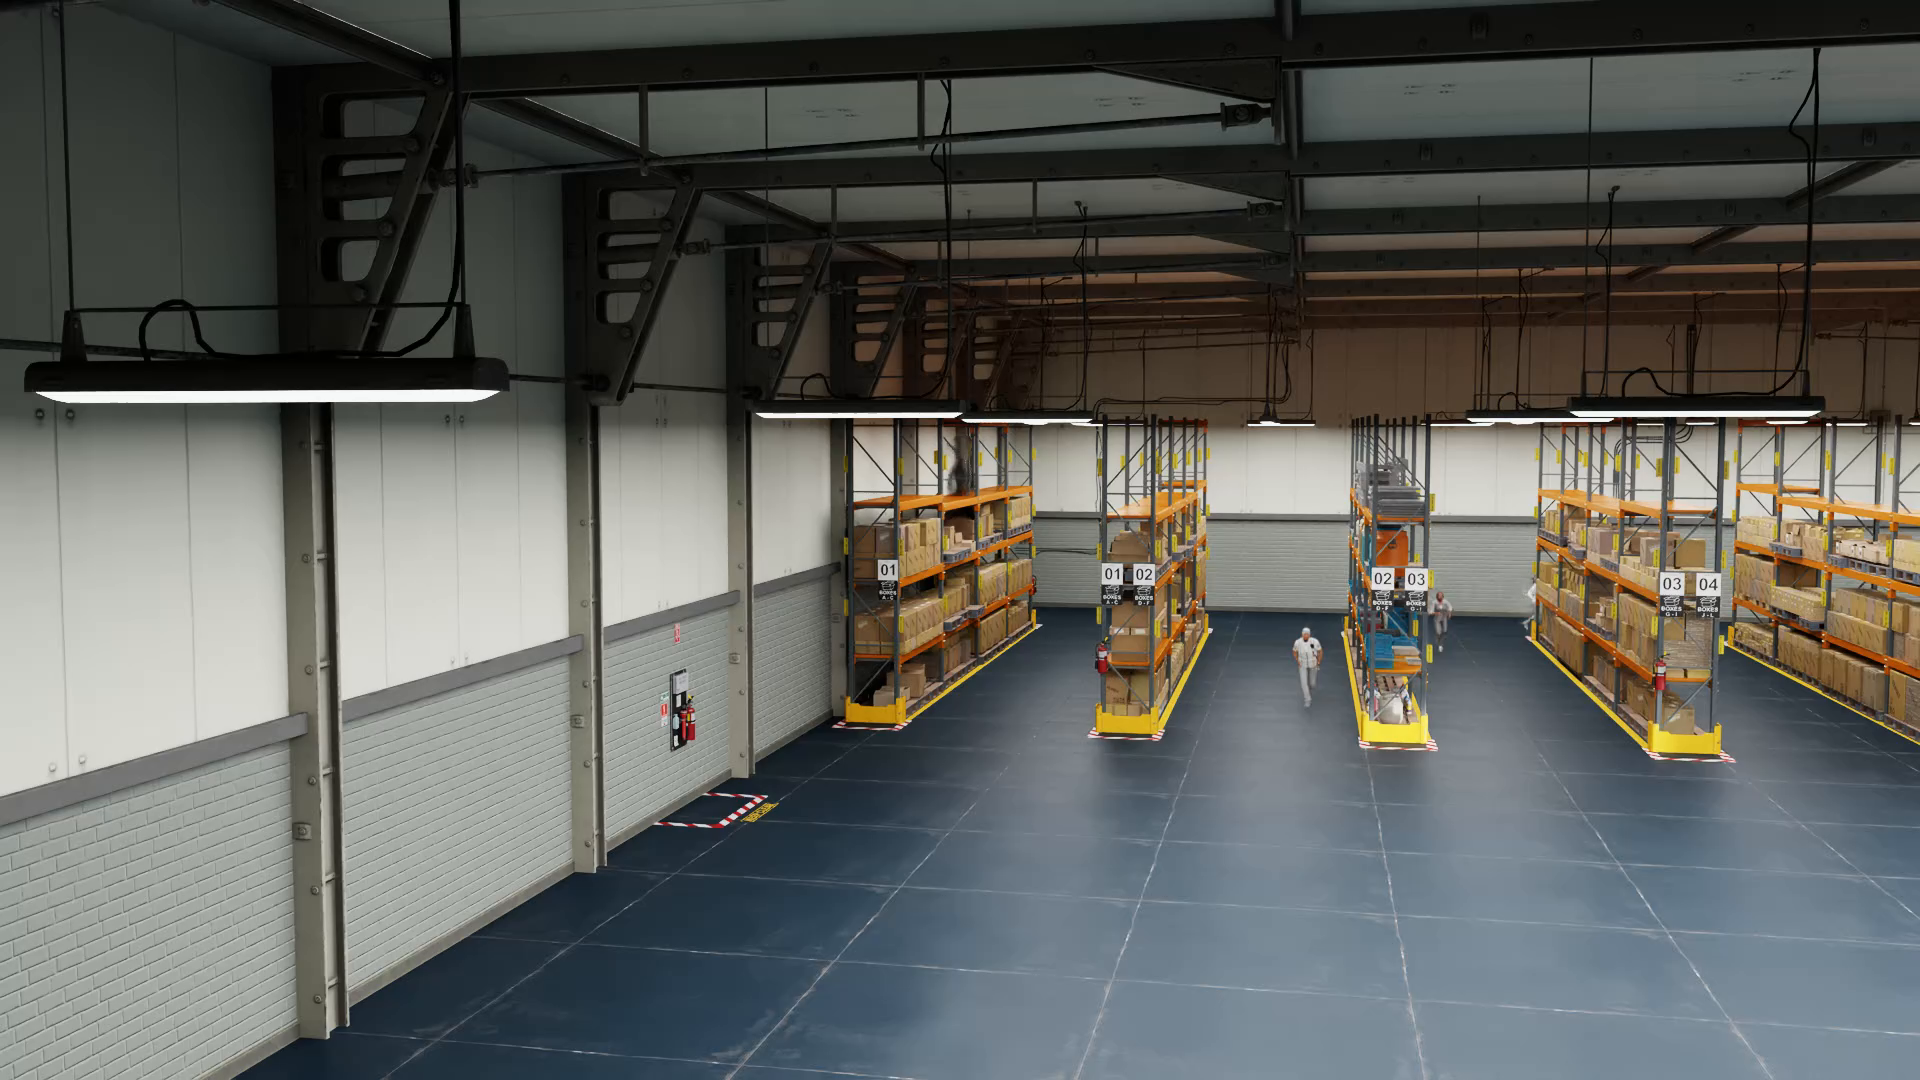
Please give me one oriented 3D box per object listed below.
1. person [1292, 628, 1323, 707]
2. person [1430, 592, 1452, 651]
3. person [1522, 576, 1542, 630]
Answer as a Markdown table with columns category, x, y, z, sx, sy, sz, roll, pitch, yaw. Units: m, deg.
| category | x | y | z | sx | sy | sz | roll | pitch | yaw |
| --- | --- | --- | --- | --- | --- | --- | --- | --- | --- |
| person | 7.230 | 2.636 | 34.621 | 0.618 | 1.654 | 0.788 | 1 | 4 | 12 |
| person | 12.405 | 2.101 | 42.840 | 0.579 | 1.547 | 0.609 | 0 | 4 | 5 |
| person | 16.096 | 1.797 | 46.380 | 0.836 | 1.663 | 0.625 | 3 | 5 | 38 |
